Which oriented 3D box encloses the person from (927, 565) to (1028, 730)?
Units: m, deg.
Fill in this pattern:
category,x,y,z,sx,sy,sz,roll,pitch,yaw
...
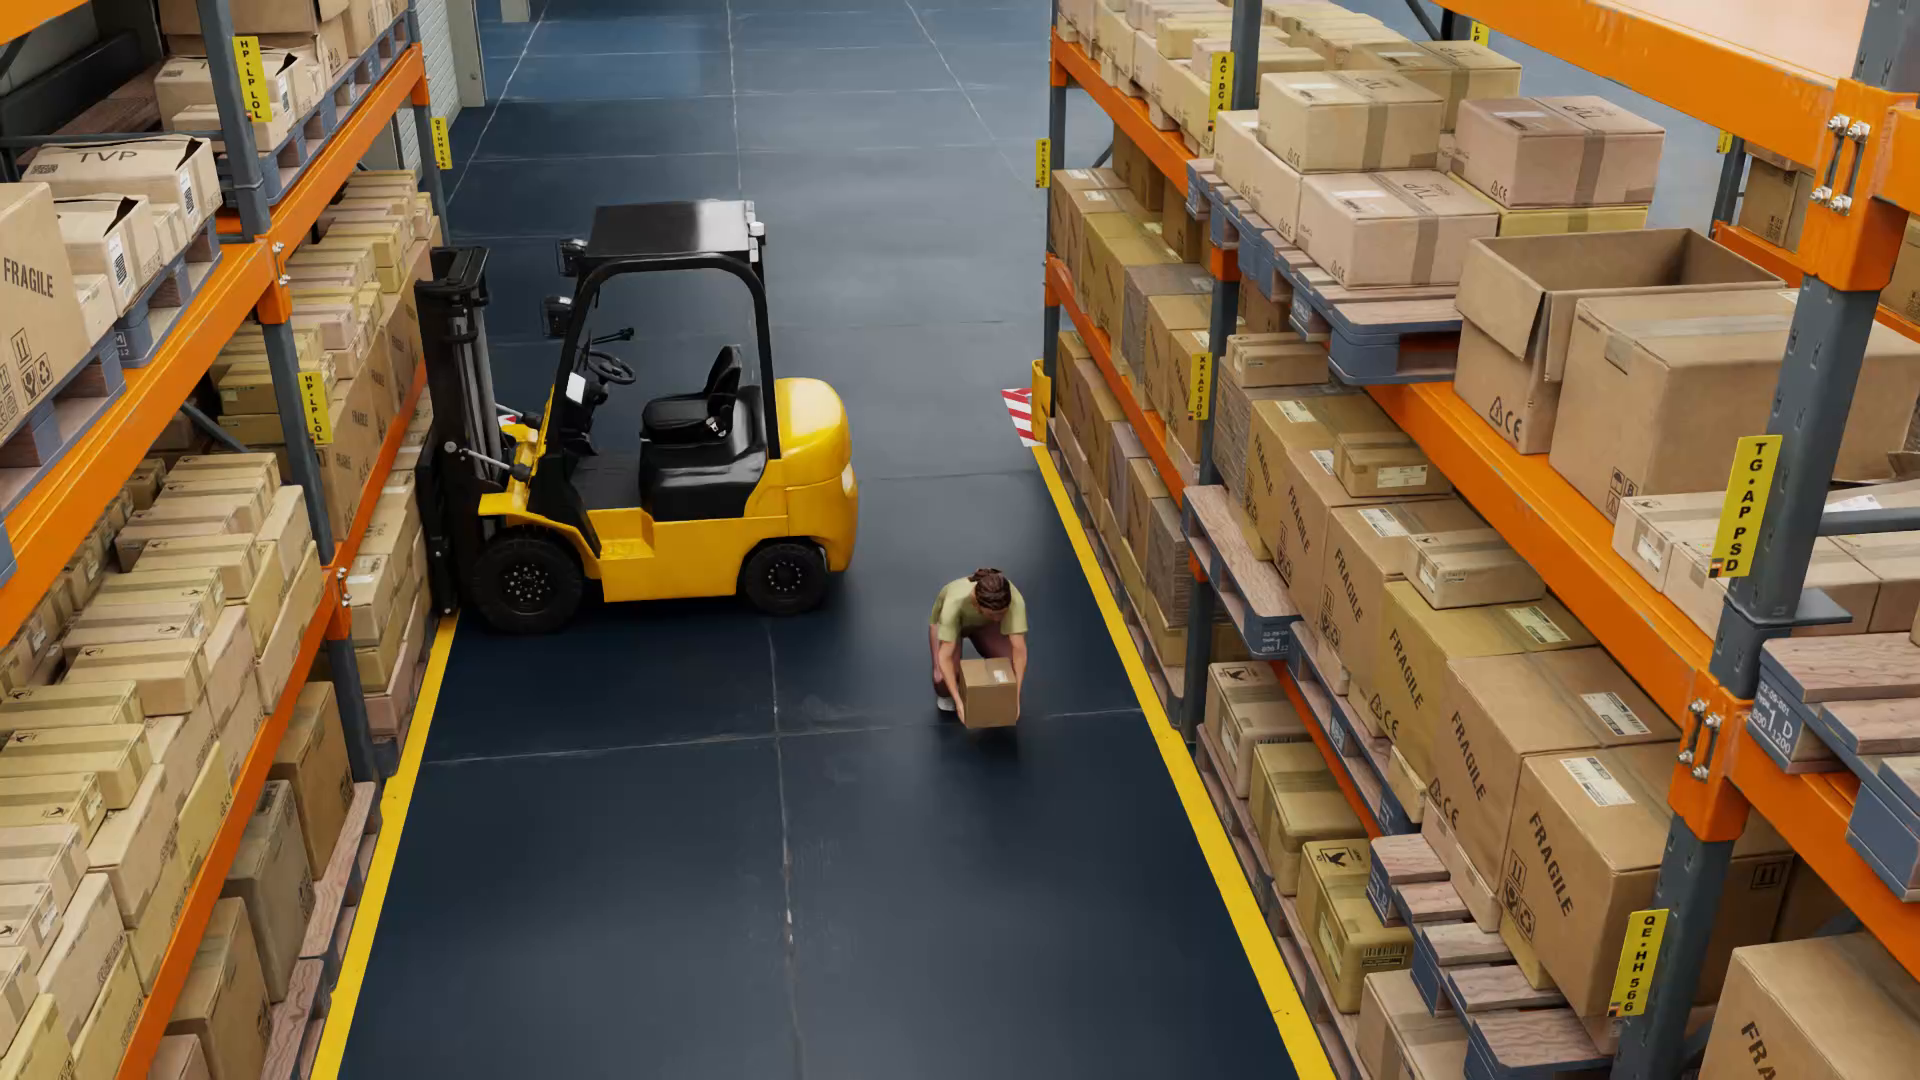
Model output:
category,x,y,z,sx,sy,sz,roll,pitch,yaw
person,0.084,0.490,8.492,0.488,0.928,0.810,-5,28,-9
